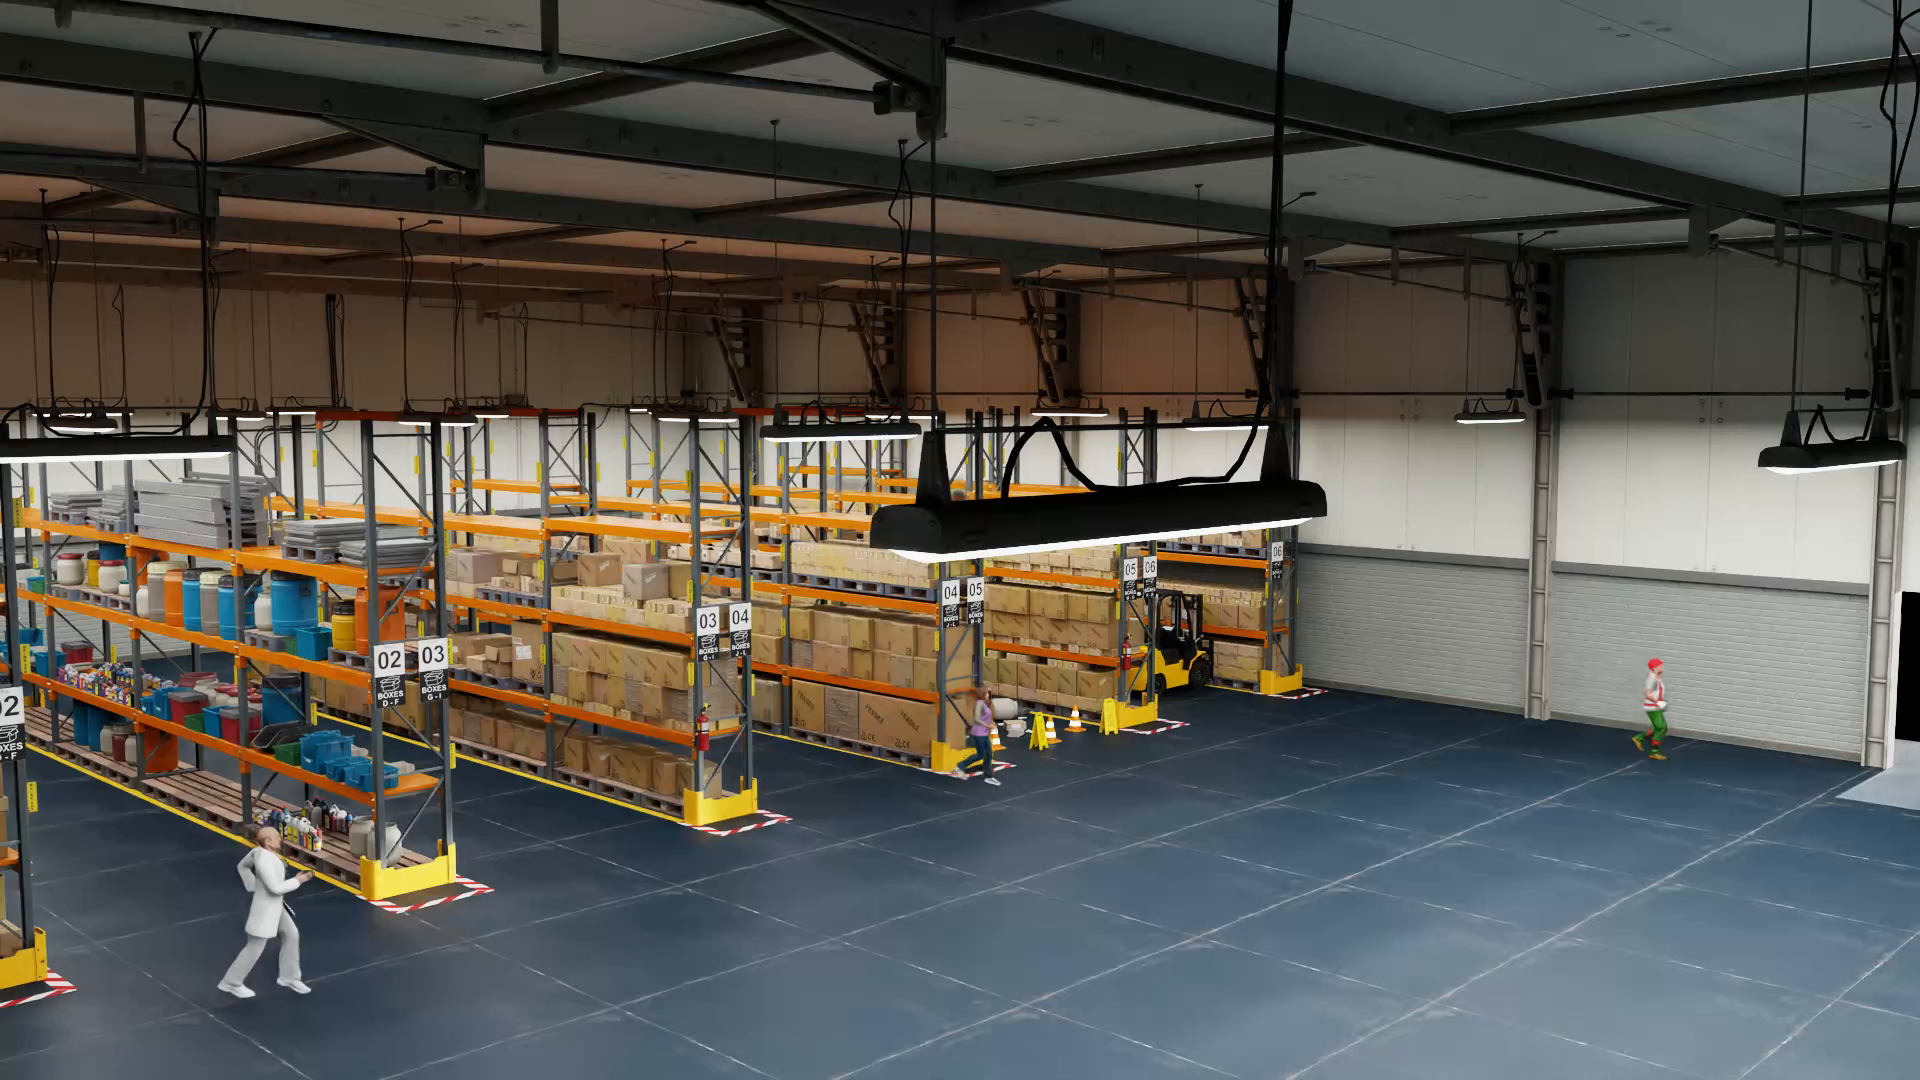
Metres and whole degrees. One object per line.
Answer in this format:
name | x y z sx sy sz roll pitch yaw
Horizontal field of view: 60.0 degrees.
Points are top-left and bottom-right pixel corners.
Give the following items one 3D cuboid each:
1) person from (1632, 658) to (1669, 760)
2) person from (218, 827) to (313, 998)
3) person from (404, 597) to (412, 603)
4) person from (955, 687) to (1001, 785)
person | 11.961 2.913 28.741 0.550 1.751 0.666 3 6 27
person | -7.245 3.901 17.334 0.949 1.842 0.673 -2 5 -18
person | -12.994 2.125 38.446 0.769 1.634 0.626 -1 5 -13
person | 0.293 3.162 26.913 0.744 1.606 0.566 1 5 9
